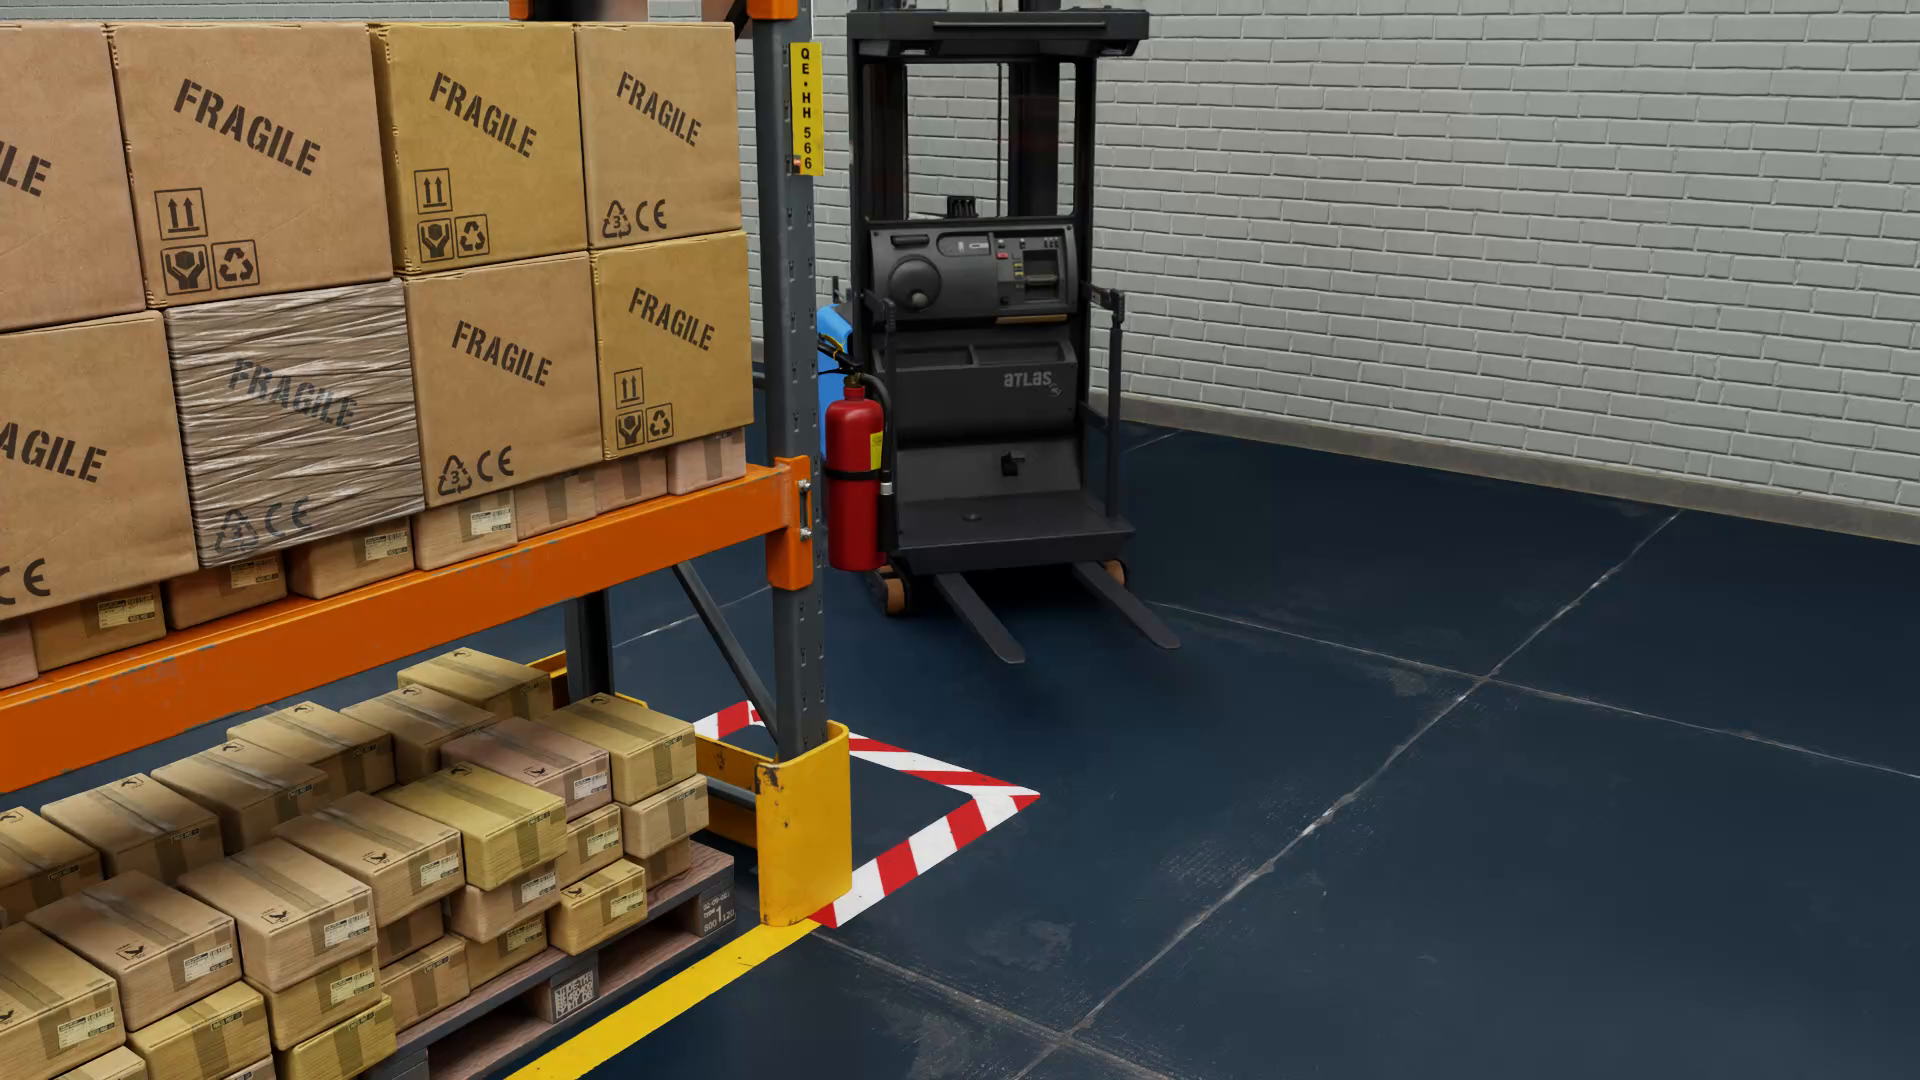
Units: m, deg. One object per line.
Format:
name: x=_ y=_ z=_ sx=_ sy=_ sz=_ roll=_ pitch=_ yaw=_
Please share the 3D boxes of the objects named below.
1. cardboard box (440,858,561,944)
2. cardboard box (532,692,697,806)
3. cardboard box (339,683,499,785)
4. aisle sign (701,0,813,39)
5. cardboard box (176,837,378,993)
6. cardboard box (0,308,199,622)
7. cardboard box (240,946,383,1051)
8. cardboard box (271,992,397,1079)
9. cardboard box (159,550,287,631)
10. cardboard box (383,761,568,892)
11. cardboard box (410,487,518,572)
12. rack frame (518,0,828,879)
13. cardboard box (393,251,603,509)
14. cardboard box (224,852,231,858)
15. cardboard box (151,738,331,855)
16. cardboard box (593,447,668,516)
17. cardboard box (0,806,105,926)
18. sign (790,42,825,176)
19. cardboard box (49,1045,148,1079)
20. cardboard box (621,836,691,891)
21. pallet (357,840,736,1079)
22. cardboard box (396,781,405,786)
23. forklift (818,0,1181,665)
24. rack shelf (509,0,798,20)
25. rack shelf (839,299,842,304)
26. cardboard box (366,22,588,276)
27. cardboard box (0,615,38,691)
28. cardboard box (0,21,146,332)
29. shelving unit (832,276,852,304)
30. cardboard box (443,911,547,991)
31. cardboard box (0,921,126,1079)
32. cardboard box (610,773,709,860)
cardboard box: x=-1.214 y=0.829 z=4.113 sx=0.380 sy=0.149 sz=0.250 roll=11 pitch=21 yaw=32
cardboard box: x=-0.932 y=0.558 z=4.485 sx=0.380 sy=0.149 sz=0.250 roll=13 pitch=21 yaw=35
cardboard box: x=-1.473 y=0.539 z=4.547 sx=0.380 sy=0.149 sz=0.250 roll=13 pitch=21 yaw=36
aisle sign: x=-0.536 y=-1.696 z=4.263 sx=0.394 sy=0.787 sz=0.004 roll=12 pitch=21 yaw=35
cardboard box: x=-1.501 y=0.816 z=3.654 sx=0.380 sy=0.149 sz=0.250 roll=13 pitch=22 yaw=37
cardboard box: x=-1.792 y=-0.166 z=3.050 sx=0.500 sy=0.500 sz=0.500 roll=14 pitch=22 yaw=37
cardboard box: x=-1.512 y=0.955 z=3.708 sx=0.380 sy=0.149 sz=0.250 roll=13 pitch=21 yaw=35
cardboard box: x=-1.503 y=1.093 z=3.765 sx=0.380 sy=0.149 sz=0.250 roll=11 pitch=21 yaw=32
cardboard box: x=-1.626 y=0.049 z=3.452 sx=0.380 sy=0.149 sz=0.250 roll=11 pitch=21 yaw=32
cardboard box: x=-1.180 y=0.692 z=4.054 sx=0.380 sy=0.149 sz=0.250 roll=12 pitch=21 yaw=33
cardboard box: x=-1.236 y=-0.062 z=3.810 sx=0.380 sy=0.149 sz=0.250 roll=13 pitch=22 yaw=36
rack frame: x=-0.820 y=-0.490 z=4.763 sx=1.000 sy=3.000 sz=0.127 roll=12 pitch=21 yaw=35
cardboard box: x=-1.192 y=-0.405 z=3.821 sx=0.500 sy=0.500 sz=0.500 roll=12 pitch=21 yaw=34
cardboard box: x=-1.862 y=0.780 z=4.273 sx=0.380 sy=0.149 sz=0.250 roll=13 pitch=22 yaw=36
cardboard box: x=-1.807 y=0.650 z=4.189 sx=0.380 sy=0.149 sz=0.250 roll=11 pitch=20 yaw=32
cardboard box: x=-0.966 y=-0.190 z=4.220 sx=0.380 sy=0.149 sz=0.250 roll=12 pitch=21 yaw=35
cardboard box: x=-2.174 y=0.769 z=3.806 sx=0.380 sy=0.149 sz=0.250 roll=13 pitch=21 yaw=36
sign: x=-0.386 y=-1.091 z=4.213 sx=0.100 sy=0.325 sz=0.005 roll=12 pitch=21 yaw=35
cardboard box: x=-1.821 y=1.083 z=3.295 sx=0.380 sy=0.149 sz=0.250 roll=13 pitch=21 yaw=35
cardboard box: x=-0.966 y=0.833 z=4.601 sx=0.380 sy=0.149 sz=0.250 roll=13 pitch=21 yaw=36
pallet: x=-1.378 y=1.047 z=4.515 sx=1.003 sy=0.211 sz=1.213 roll=12 pitch=21 yaw=35
cardboard box: x=-1.547 y=0.664 z=4.646 sx=0.380 sy=0.149 sz=0.250 roll=12 pitch=21 yaw=34
forklift: x=0.122 y=-1.197 z=7.156 sx=1.130 sy=2.935 sz=3.031 roll=-4 pitch=18 yaw=-14
rack shelf: x=-2.012 y=-1.102 z=2.891 sx=1.077 sy=0.370 sz=4.000 roll=12 pitch=21 yaw=35
rack shelf: x=-0.136 y=-1.155 z=9.076 sx=1.000 sy=0.278 sz=0.538 roll=-4 pitch=17 yaw=-13
cardboard box: x=-1.195 y=-0.883 z=3.675 sx=0.500 sy=0.500 sz=0.500 roll=12 pitch=21 yaw=33
cardboard box: x=-1.904 y=0.179 z=3.033 sx=0.380 sy=0.149 sz=0.250 roll=13 pitch=22 yaw=37
cardboard box: x=-1.810 y=-0.631 z=2.863 sx=0.500 sy=0.500 sz=0.500 roll=12 pitch=21 yaw=33
shelving unit: x=-0.136 y=-0.875 z=9.161 sx=1.048 sy=1.125 sz=0.538 roll=-4 pitch=17 yaw=-13
cardboard box: x=-1.265 y=0.960 z=4.193 sx=0.380 sy=0.149 sz=0.250 roll=12 pitch=21 yaw=34
cardboard box: x=-1.880 y=0.927 z=3.298 sx=0.380 sy=0.149 sz=0.250 roll=13 pitch=21 yaw=35
cardboard box: x=-0.905 y=0.705 z=4.512 sx=0.380 sy=0.149 sz=0.250 roll=12 pitch=21 yaw=33
